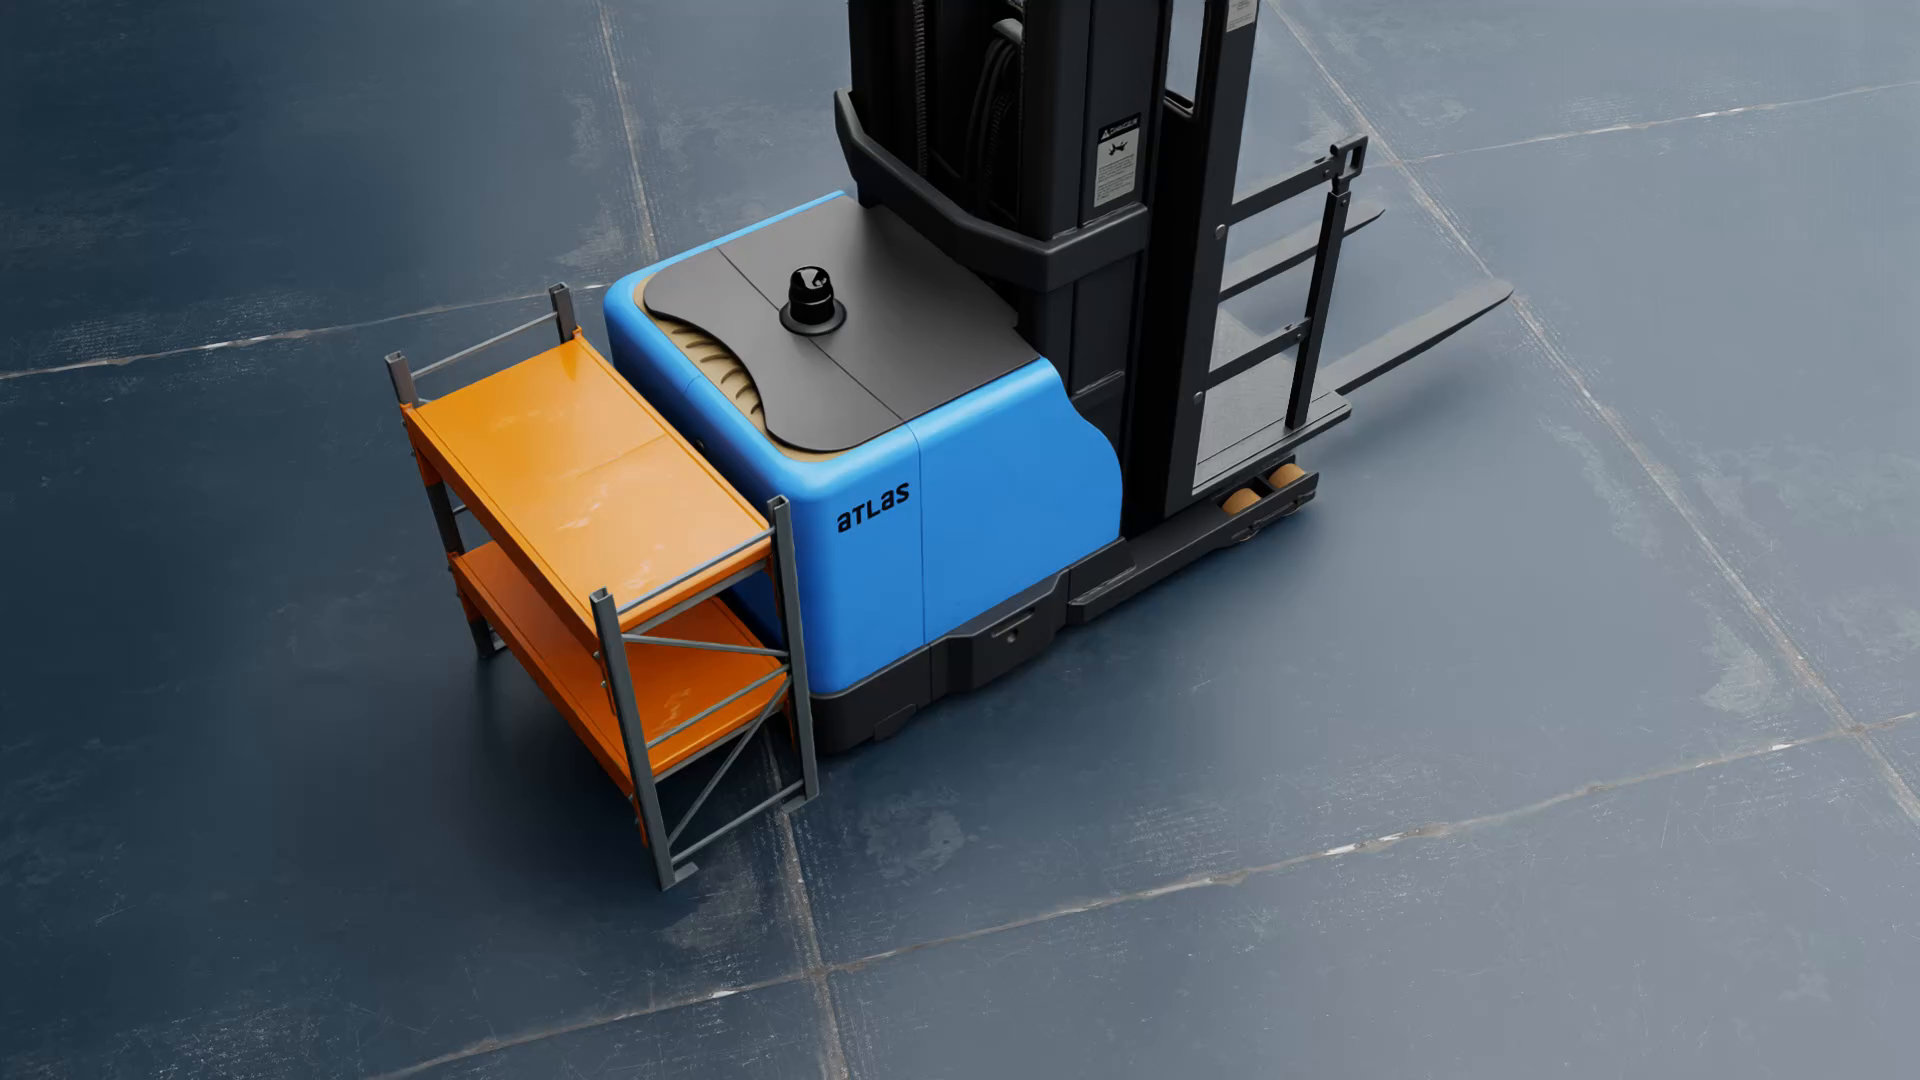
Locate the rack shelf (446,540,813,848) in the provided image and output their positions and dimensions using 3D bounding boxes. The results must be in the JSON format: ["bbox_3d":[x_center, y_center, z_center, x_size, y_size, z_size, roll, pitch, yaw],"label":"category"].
[{"bbox_3d":[-0.906,0.295,4.516,0.538,0.278,1.000,-29,52,-26],"label":"rack shelf"}]

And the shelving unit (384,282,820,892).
[{"bbox_3d":[-0.906,0.124,4.341,0.538,1.125,1.048,-29,52,-26],"label":"shelving unit"}]

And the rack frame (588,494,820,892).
[{"bbox_3d":[-0.591,0.408,4.062,0.500,1.125,0.032,-29,52,-26],"label":"rack frame"}]

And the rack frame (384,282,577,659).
[{"bbox_3d":[-1.221,-0.161,4.620,0.500,1.125,0.032,-29,52,-26],"label":"rack frame"}]

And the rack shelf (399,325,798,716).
[{"bbox_3d":[-0.906,-0.081,4.132,0.538,0.278,1.000,-29,52,-26],"label":"rack shelf"}]

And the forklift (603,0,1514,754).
[{"bbox_3d":[0.521,-1.300,4.472,3.031,2.935,1.130,-28,52,-25],"label":"forklift"}]
